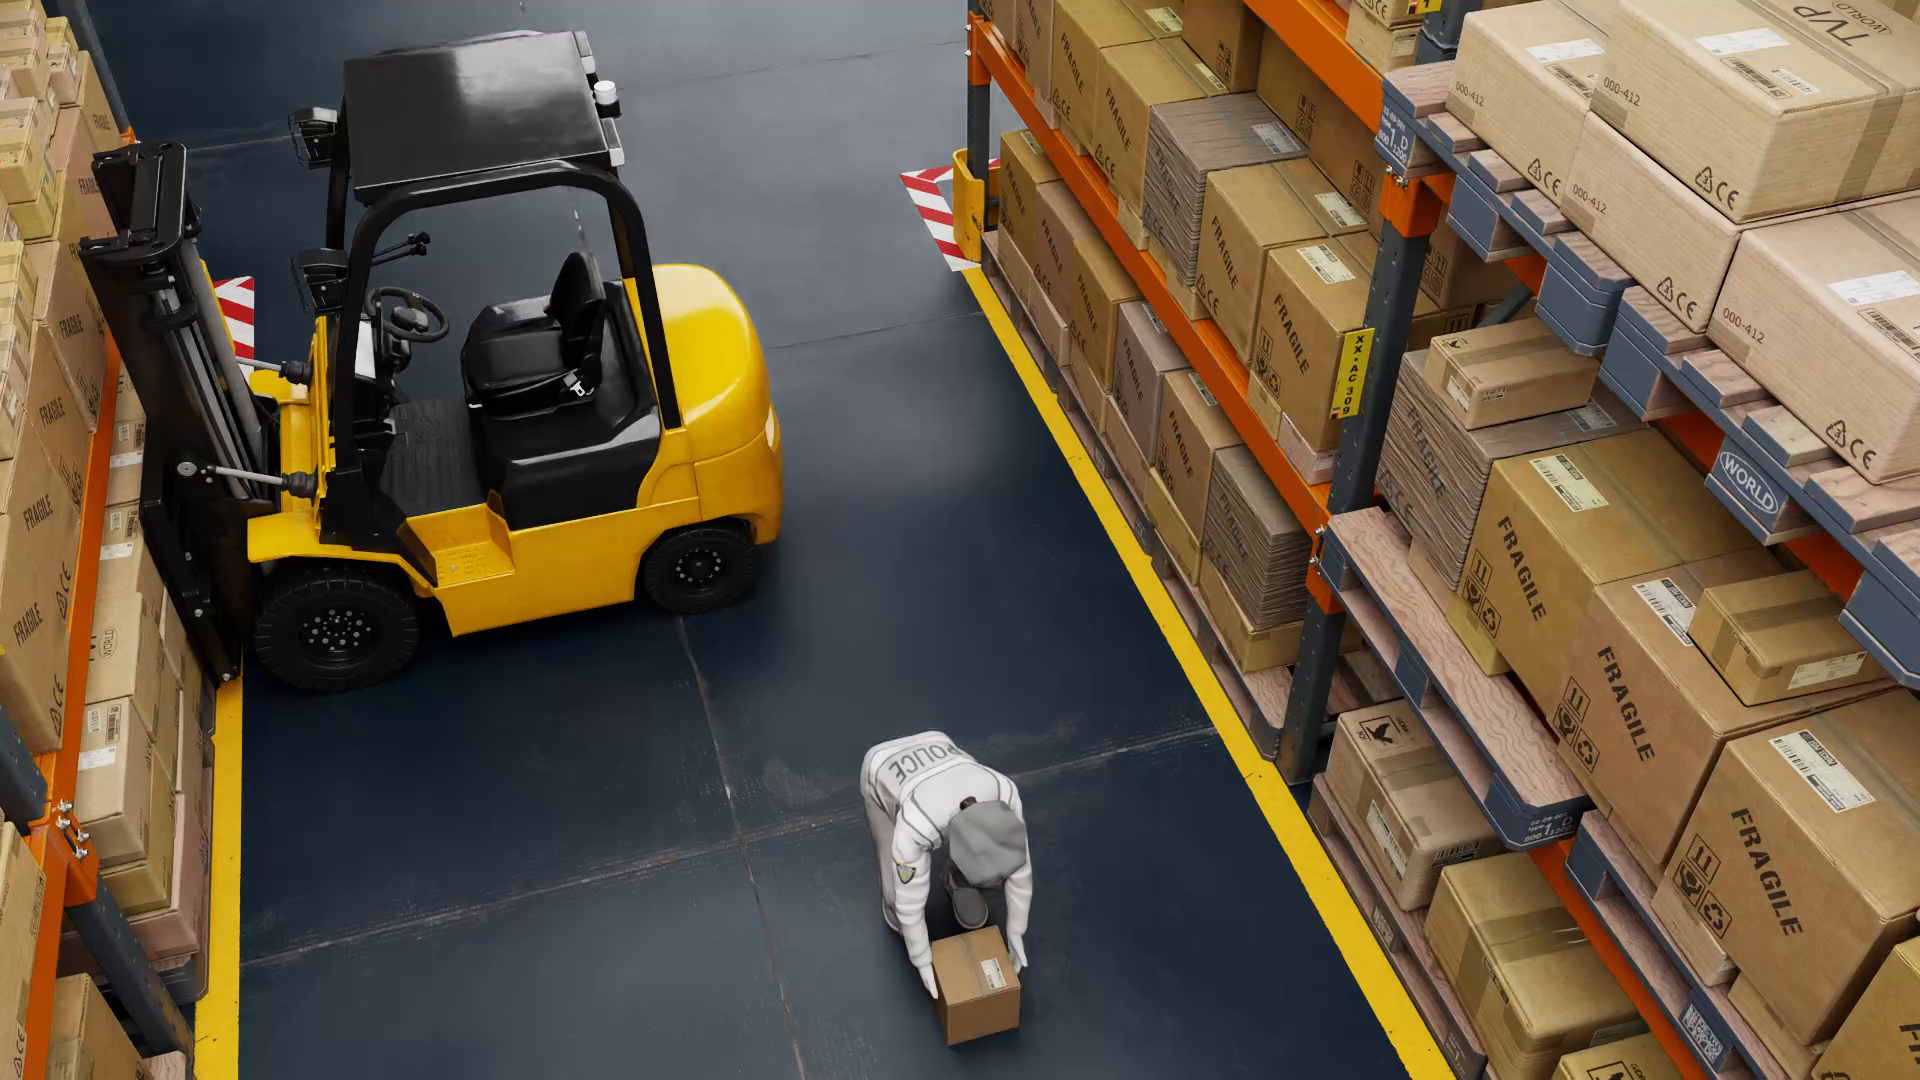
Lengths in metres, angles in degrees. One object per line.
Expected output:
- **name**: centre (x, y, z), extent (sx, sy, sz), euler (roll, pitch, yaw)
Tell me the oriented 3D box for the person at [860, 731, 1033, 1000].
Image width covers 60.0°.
- **person**: centre (-0.044, 1.017, 5.587), extent (0.486, 0.946, 0.850), euler (-12, 44, -13)
